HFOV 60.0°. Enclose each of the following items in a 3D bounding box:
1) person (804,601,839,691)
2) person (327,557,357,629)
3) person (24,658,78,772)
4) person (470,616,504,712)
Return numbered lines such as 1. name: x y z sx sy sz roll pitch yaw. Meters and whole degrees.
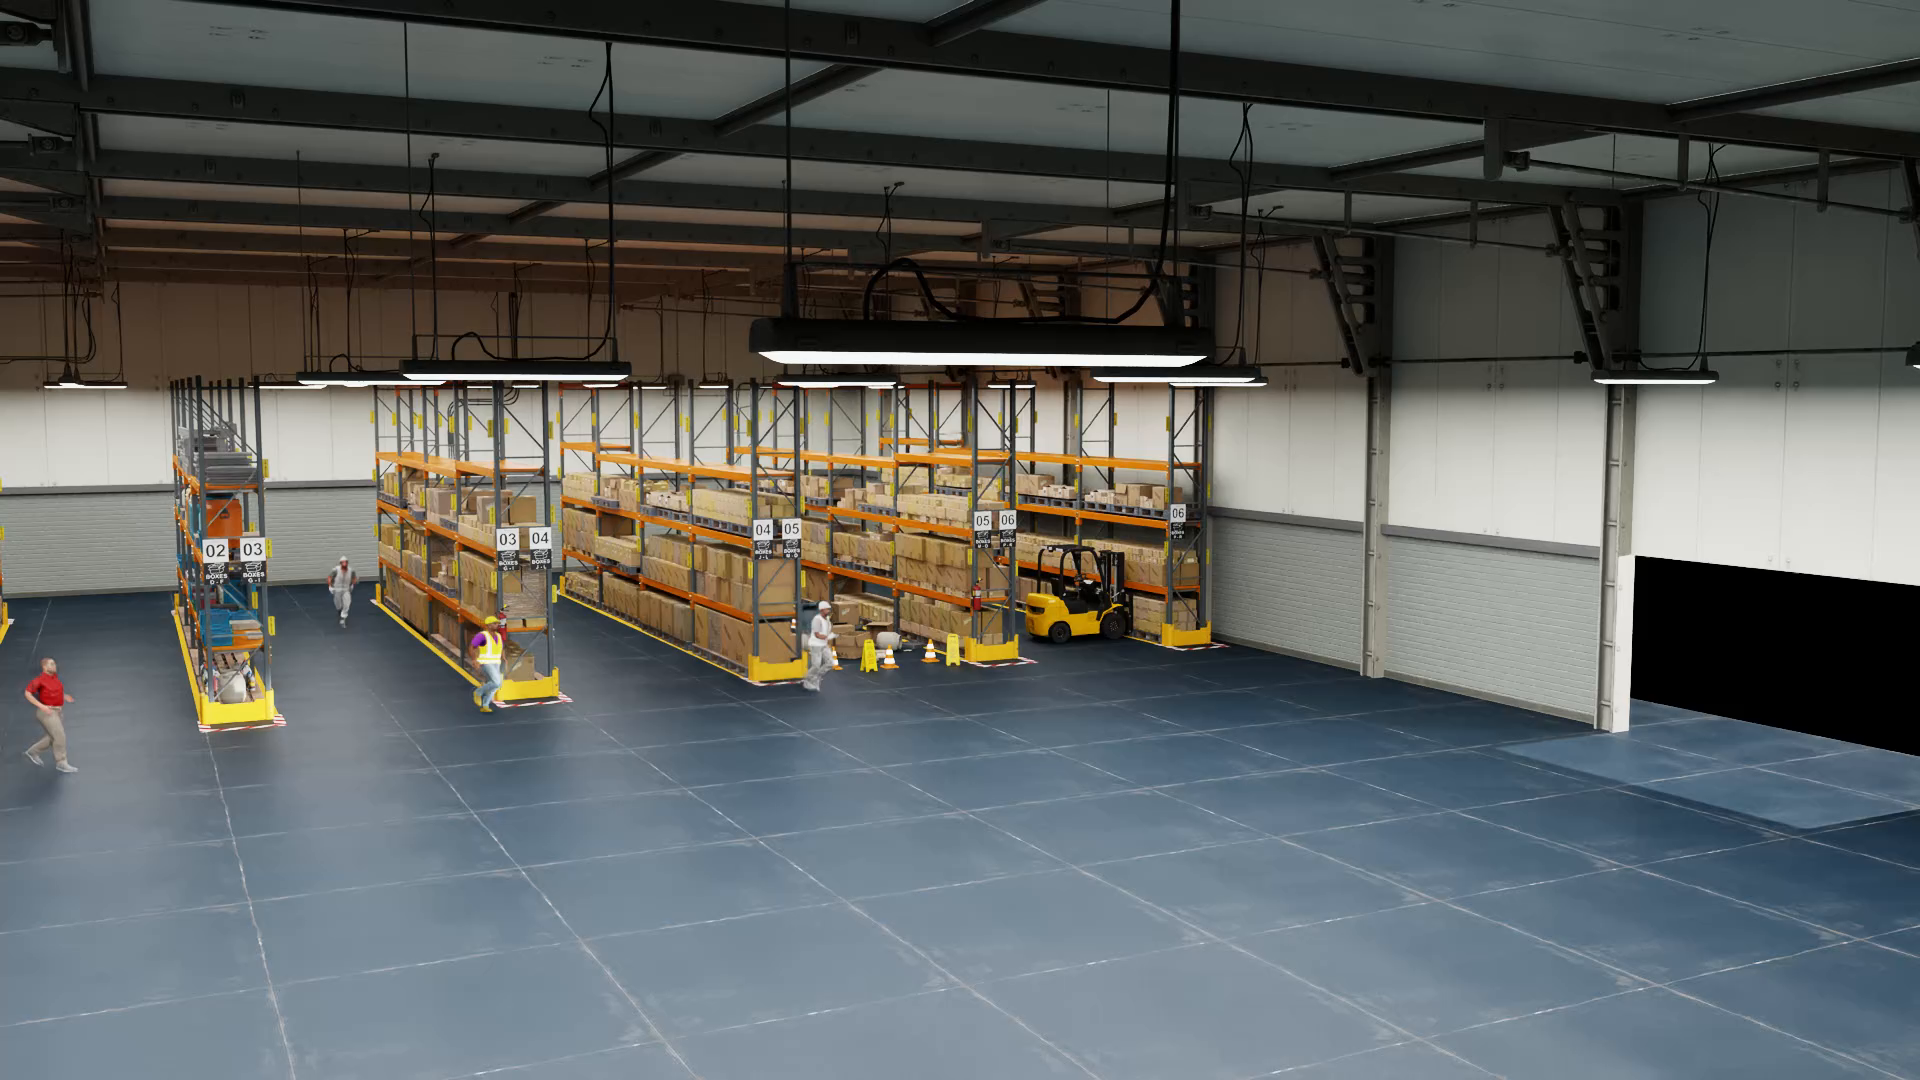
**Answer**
1. person: -2.635 2.033 31.843 0.771 1.756 0.678 2 5 22
2. person: -15.100 1.263 40.657 0.678 1.755 0.811 -3 6 -28
3. person: -13.742 2.641 25.091 0.786 1.736 0.666 0 5 -3
4. person: -8.386 2.223 29.891 0.530 1.693 0.697 3 6 26
